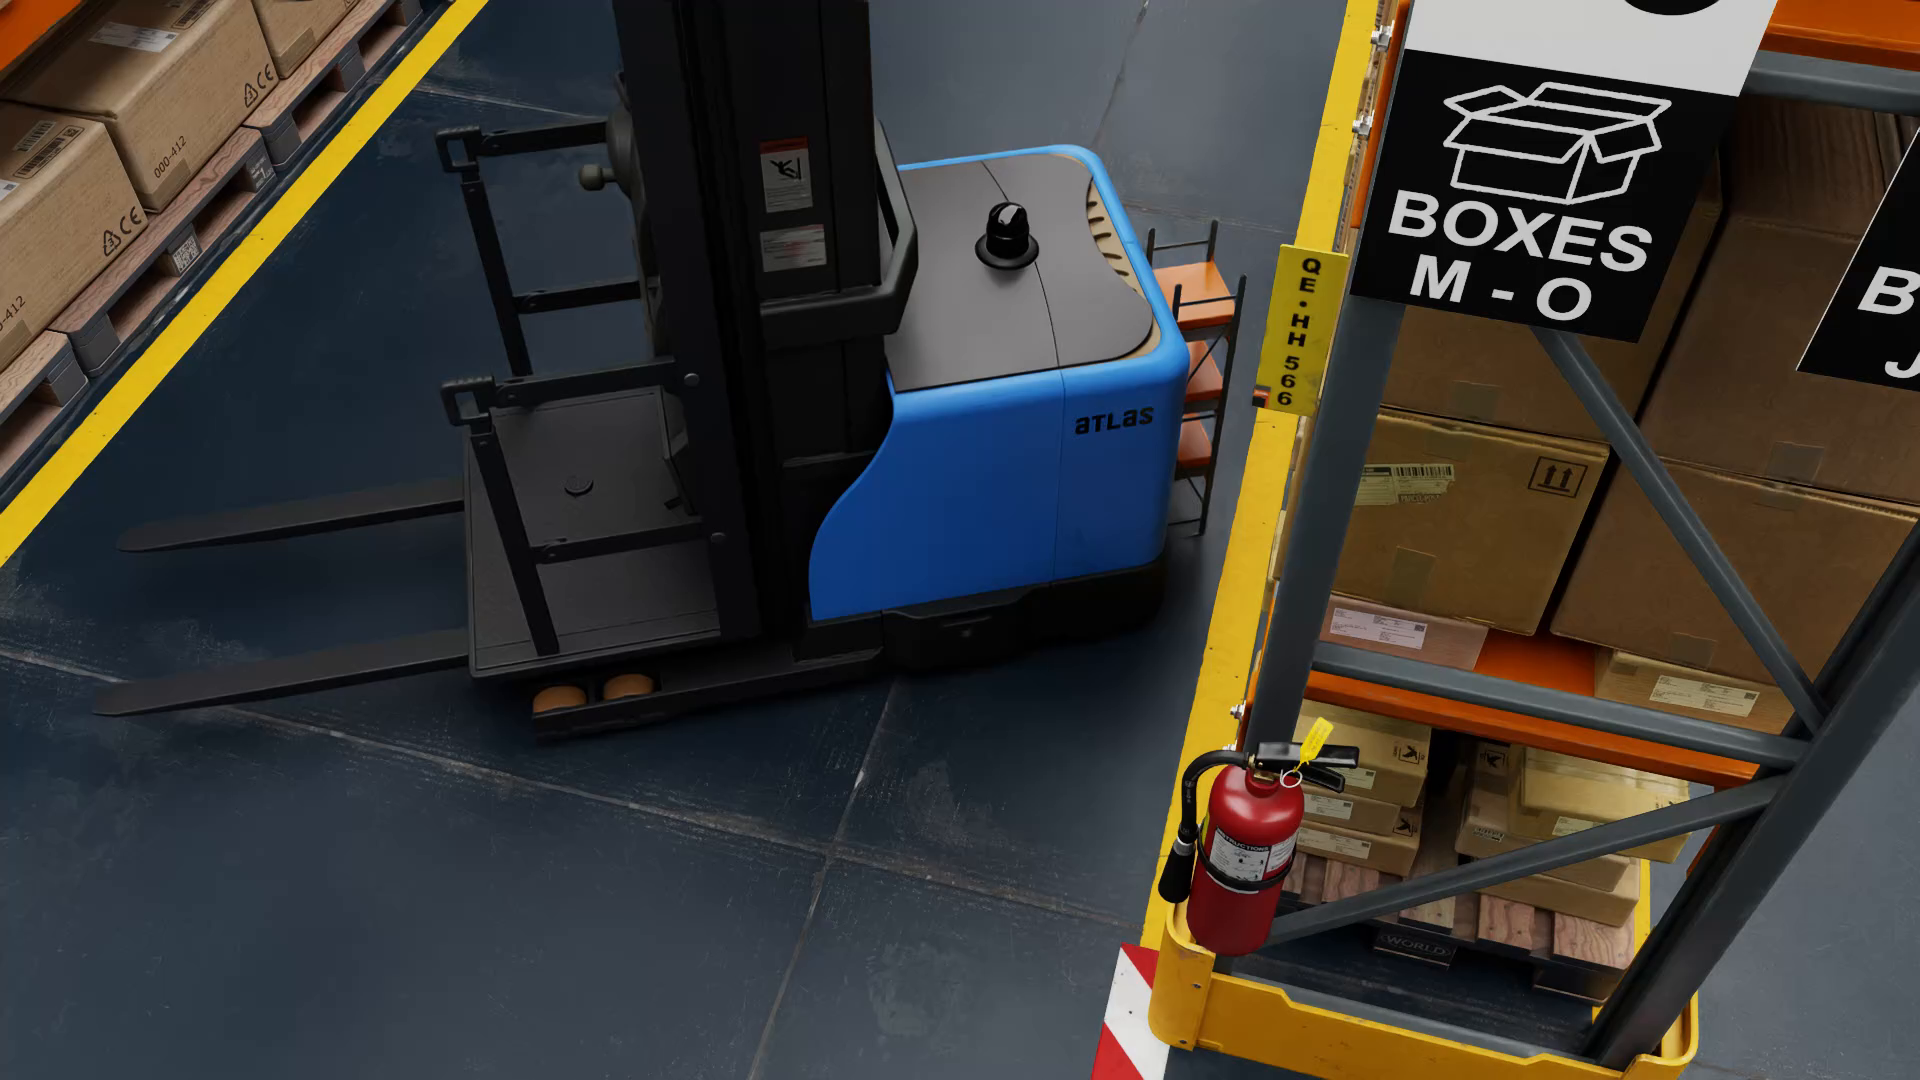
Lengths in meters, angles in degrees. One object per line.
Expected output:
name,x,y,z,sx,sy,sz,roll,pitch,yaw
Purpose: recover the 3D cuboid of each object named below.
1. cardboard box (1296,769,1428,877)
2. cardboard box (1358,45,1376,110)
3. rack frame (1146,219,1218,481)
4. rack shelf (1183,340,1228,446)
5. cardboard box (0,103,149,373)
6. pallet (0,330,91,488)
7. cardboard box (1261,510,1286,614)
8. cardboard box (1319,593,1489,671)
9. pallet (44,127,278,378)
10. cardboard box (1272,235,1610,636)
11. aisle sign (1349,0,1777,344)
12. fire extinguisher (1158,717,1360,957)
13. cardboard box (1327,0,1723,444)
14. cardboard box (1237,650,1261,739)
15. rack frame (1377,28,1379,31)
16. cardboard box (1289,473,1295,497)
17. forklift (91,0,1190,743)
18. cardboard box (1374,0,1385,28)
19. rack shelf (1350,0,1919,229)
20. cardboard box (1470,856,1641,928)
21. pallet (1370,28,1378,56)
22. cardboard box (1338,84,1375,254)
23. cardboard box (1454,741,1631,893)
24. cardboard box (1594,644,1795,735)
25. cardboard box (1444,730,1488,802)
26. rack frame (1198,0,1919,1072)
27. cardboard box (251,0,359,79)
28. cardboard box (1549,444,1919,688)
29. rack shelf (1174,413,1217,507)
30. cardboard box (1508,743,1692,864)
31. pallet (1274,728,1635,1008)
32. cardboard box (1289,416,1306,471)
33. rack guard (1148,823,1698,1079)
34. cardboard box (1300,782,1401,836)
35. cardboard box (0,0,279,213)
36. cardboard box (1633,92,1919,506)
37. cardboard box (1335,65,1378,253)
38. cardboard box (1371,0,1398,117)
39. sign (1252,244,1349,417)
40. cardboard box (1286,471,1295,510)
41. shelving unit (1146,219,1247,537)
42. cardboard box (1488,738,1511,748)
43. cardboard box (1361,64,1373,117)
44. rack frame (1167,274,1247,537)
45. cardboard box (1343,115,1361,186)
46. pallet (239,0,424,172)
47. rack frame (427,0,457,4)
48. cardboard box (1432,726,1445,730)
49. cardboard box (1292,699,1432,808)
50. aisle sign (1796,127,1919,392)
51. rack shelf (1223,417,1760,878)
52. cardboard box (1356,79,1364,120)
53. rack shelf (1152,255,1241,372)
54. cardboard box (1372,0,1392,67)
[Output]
cardboard box,0.985,0.680,4.271,0.380,0.149,0.250,12,50,11
cardboard box,1.696,-1.691,6.165,0.380,0.149,0.250,14,50,12
rack frame,0.622,-0.530,5.017,0.200,1.050,0.008,-9,49,-8
rack shelf,0.648,-0.433,4.946,0.215,0.259,0.240,-9,49,-8
cardboard box,-3.445,-1.058,5.612,0.875,0.438,0.875,13,50,11
pallet,-3.620,-0.277,5.354,1.003,0.211,1.213,12,50,10
cardboard box,1.009,0.089,4.395,0.380,0.149,0.250,11,49,9
cardboard box,0.860,0.089,3.338,0.380,0.149,0.250,12,50,10
pallet,-3.297,-1.157,6.130,1.003,0.211,1.213,12,50,10
cardboard box,0.917,-0.210,3.169,0.500,0.500,0.500,12,50,11
aisle sign,0.739,-0.569,2.018,0.394,0.787,0.004,12,50,10
fire extinguisher,0.536,0.538,3.075,0.296,0.674,0.183,12,50,10
cardboard box,0.928,-0.545,2.798,0.500,0.500,0.500,11,49,9
cardboard box,0.955,0.474,4.452,0.380,0.149,0.250,13,50,11
rack frame,2.100,-2.596,5.540,1.000,3.000,0.127,12,50,10
cardboard box,1.170,-0.188,4.838,0.380,0.149,0.250,12,50,11
forklift,-0.963,-0.837,4.034,3.031,2.935,1.130,-9,49,-8
cardboard box,1.436,-1.702,4.487,0.500,0.500,0.500,11,49,9
rack shelf,1.574,-1.904,3.409,1.077,0.370,4.000,12,50,10
cardboard box,1.494,0.786,4.177,0.380,0.149,0.250,12,50,11
pallet,2.304,-2.237,7.083,1.003,0.211,1.213,12,50,10
cardboard box,1.058,-0.581,3.497,0.500,0.500,0.500,11,49,9
cardboard box,1.433,0.675,4.076,0.380,0.149,0.250,13,50,12
cardboard box,1.449,0.211,3.231,0.380,0.149,0.250,11,50,10
cardboard box,1.484,0.581,4.358,0.380,0.149,0.250,11,50,10
rack frame,1.047,0.297,2.987,1.000,3.000,0.127,12,50,10
cardboard box,-2.971,-2.358,6.759,0.875,0.438,0.875,11,49,9
cardboard box,1.432,-0.104,3.076,0.500,0.500,0.500,14,50,12
rack shelf,0.648,-0.249,5.155,0.215,0.259,0.240,-9,49,-8
cardboard box,1.513,0.593,3.950,0.380,0.149,0.250,10,49,8
pallet,1.315,0.585,4.593,1.003,0.211,1.213,12,50,10
cardboard box,1.156,-0.291,4.731,0.380,0.149,0.250,13,50,11
rack guard,1.067,1.070,3.973,1.175,0.500,0.348,12,50,10
cardboard box,0.911,0.565,4.173,0.380,0.149,0.250,10,49,9
cardboard box,-3.206,-1.710,6.187,0.875,0.438,0.875,10,49,9
cardboard box,1.422,-0.437,2.703,0.500,0.500,0.500,11,50,10
cardboard box,1.182,-0.950,3.823,0.500,0.500,0.500,12,50,10
cardboard box,1.061,-0.912,3.122,0.500,0.500,0.500,10,49,9
sign,0.517,-0.314,2.544,0.100,0.325,0.005,12,50,10
cardboard box,1.166,-0.078,4.940,0.380,0.149,0.250,10,49,8
shelving unit,0.648,-0.440,4.938,0.215,1.050,0.252,-9,49,-8
cardboard box,1.559,0.488,4.241,0.380,0.149,0.250,11,50,10
cardboard box,1.323,-1.309,4.139,0.500,0.500,0.500,14,50,12
rack frame,0.675,-0.351,4.859,0.200,1.050,0.008,-9,49,-8
cardboard box,1.624,-1.399,6.105,0.380,0.149,0.250,13,50,11
pallet,-2.978,-2.042,6.912,1.003,0.211,1.213,12,50,10
rack frame,-2.702,-3.500,6.338,1.000,3.000,0.127,12,50,10
cardboard box,1.064,0.302,4.208,0.380,0.149,0.250,12,50,11
cardboard box,0.942,0.472,4.057,0.380,0.149,0.250,12,50,10
aisle sign,1.317,-0.451,1.913,0.394,0.787,0.004,12,50,10
rack shelf,1.574,-0.911,4.533,1.077,0.370,4.000,12,50,10
cardboard box,1.694,-1.591,6.275,0.380,0.149,0.250,10,49,8
rack shelf,0.648,-0.621,4.734,0.215,0.259,0.240,-9,49,-8
cardboard box,1.189,-1.289,3.455,0.500,0.500,0.500,14,50,12
